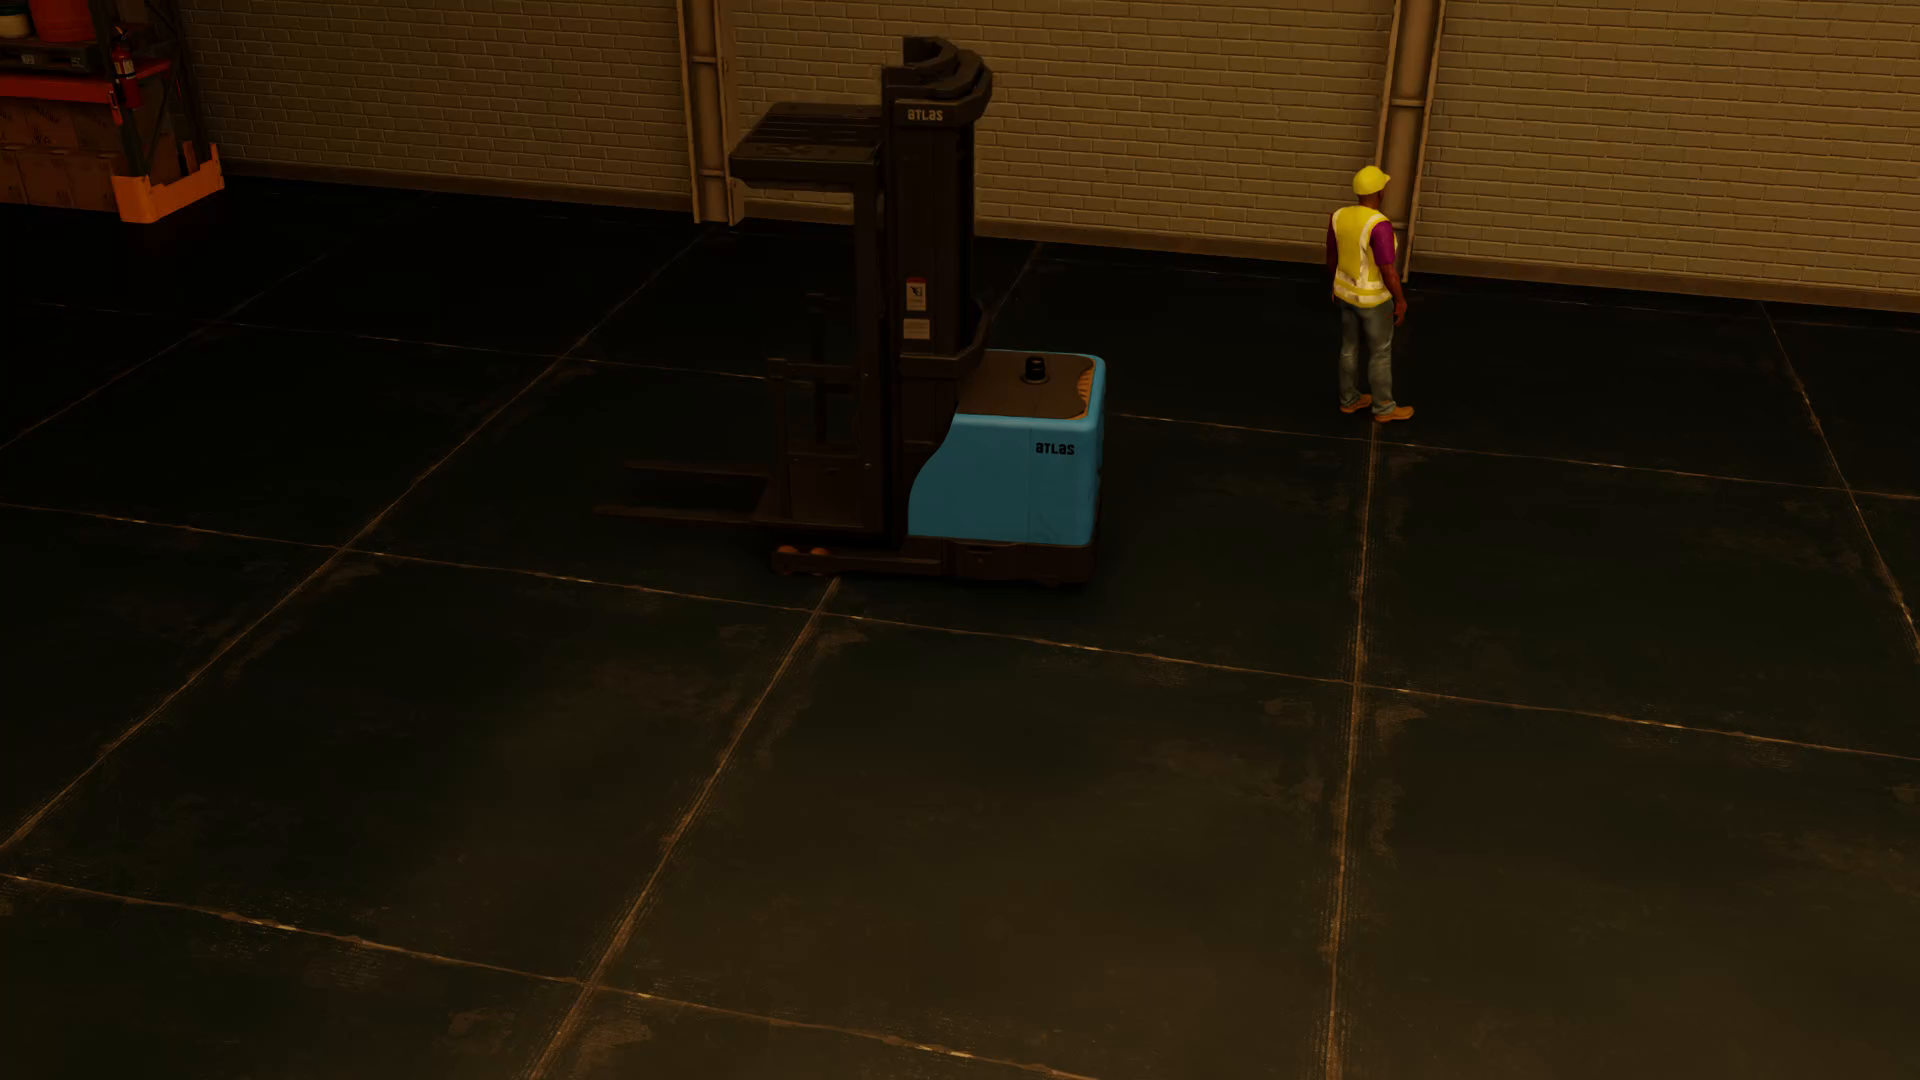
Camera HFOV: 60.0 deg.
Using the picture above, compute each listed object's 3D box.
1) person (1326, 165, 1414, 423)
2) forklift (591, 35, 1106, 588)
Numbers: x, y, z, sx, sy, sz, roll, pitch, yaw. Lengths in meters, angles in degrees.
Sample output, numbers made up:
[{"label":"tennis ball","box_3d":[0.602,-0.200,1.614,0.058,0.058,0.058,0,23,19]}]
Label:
[{"label":"person","box_3d":[2.807,-1.684,11.314,0.565,1.768,0.665,-17,34,-27]},{"label":"forklift","box_3d":[-0.677,-1.314,9.489,3.031,2.935,1.130,4,30,7]}]
